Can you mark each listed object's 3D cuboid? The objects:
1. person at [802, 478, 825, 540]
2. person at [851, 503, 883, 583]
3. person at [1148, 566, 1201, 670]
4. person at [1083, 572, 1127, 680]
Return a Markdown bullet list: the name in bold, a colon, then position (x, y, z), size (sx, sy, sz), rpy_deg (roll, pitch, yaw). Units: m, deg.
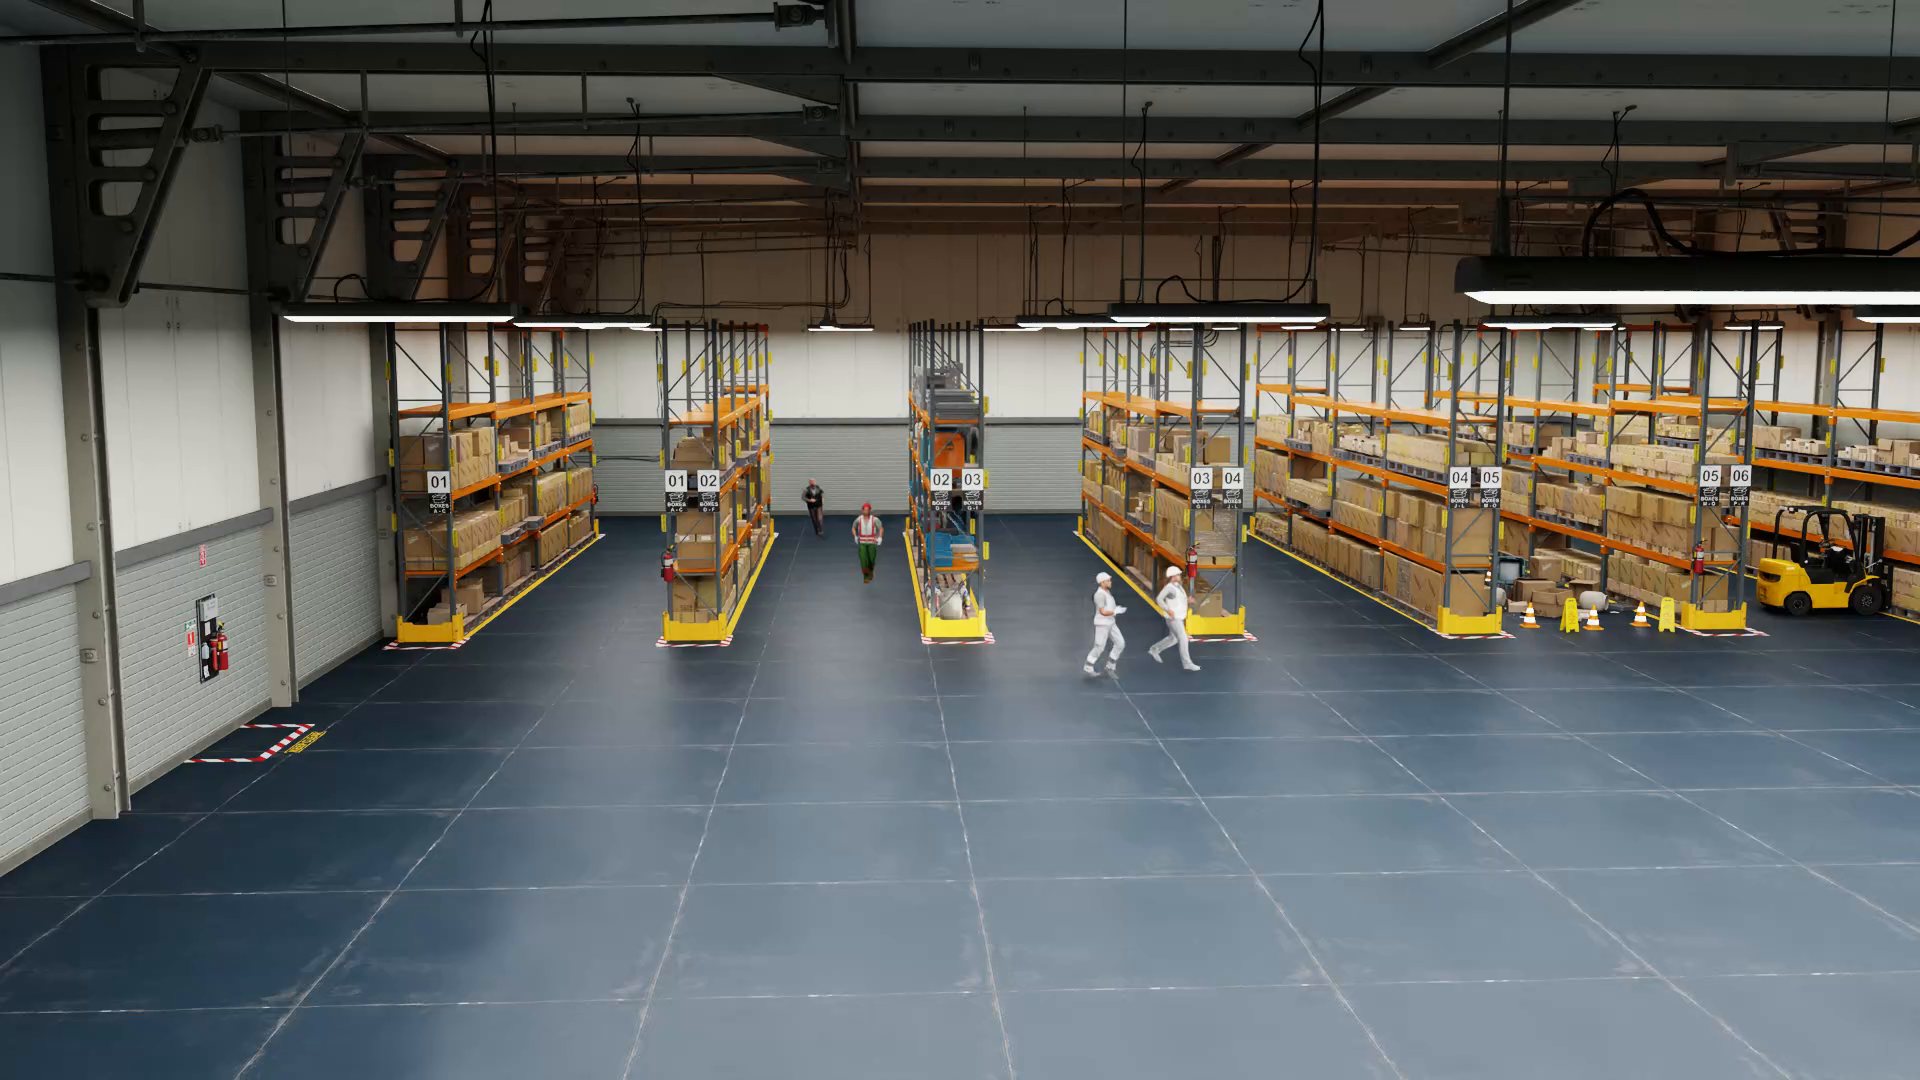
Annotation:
- **person**: position (-4.124, -0.900, 46.853), size (0.679, 1.723, 0.901), rpy_deg (-1, 7, -12)
- **person**: position (-2.035, 0.063, 36.460), size (0.702, 1.755, 0.566), rpy_deg (0, 7, -1)
- **person**: position (3.656, 1.323, 28.393), size (0.969, 1.749, 0.578), rpy_deg (3, 8, 23)
- **person**: position (2.419, 1.441, 27.558), size (0.743, 1.824, 0.640), rpy_deg (3, 8, 26)
